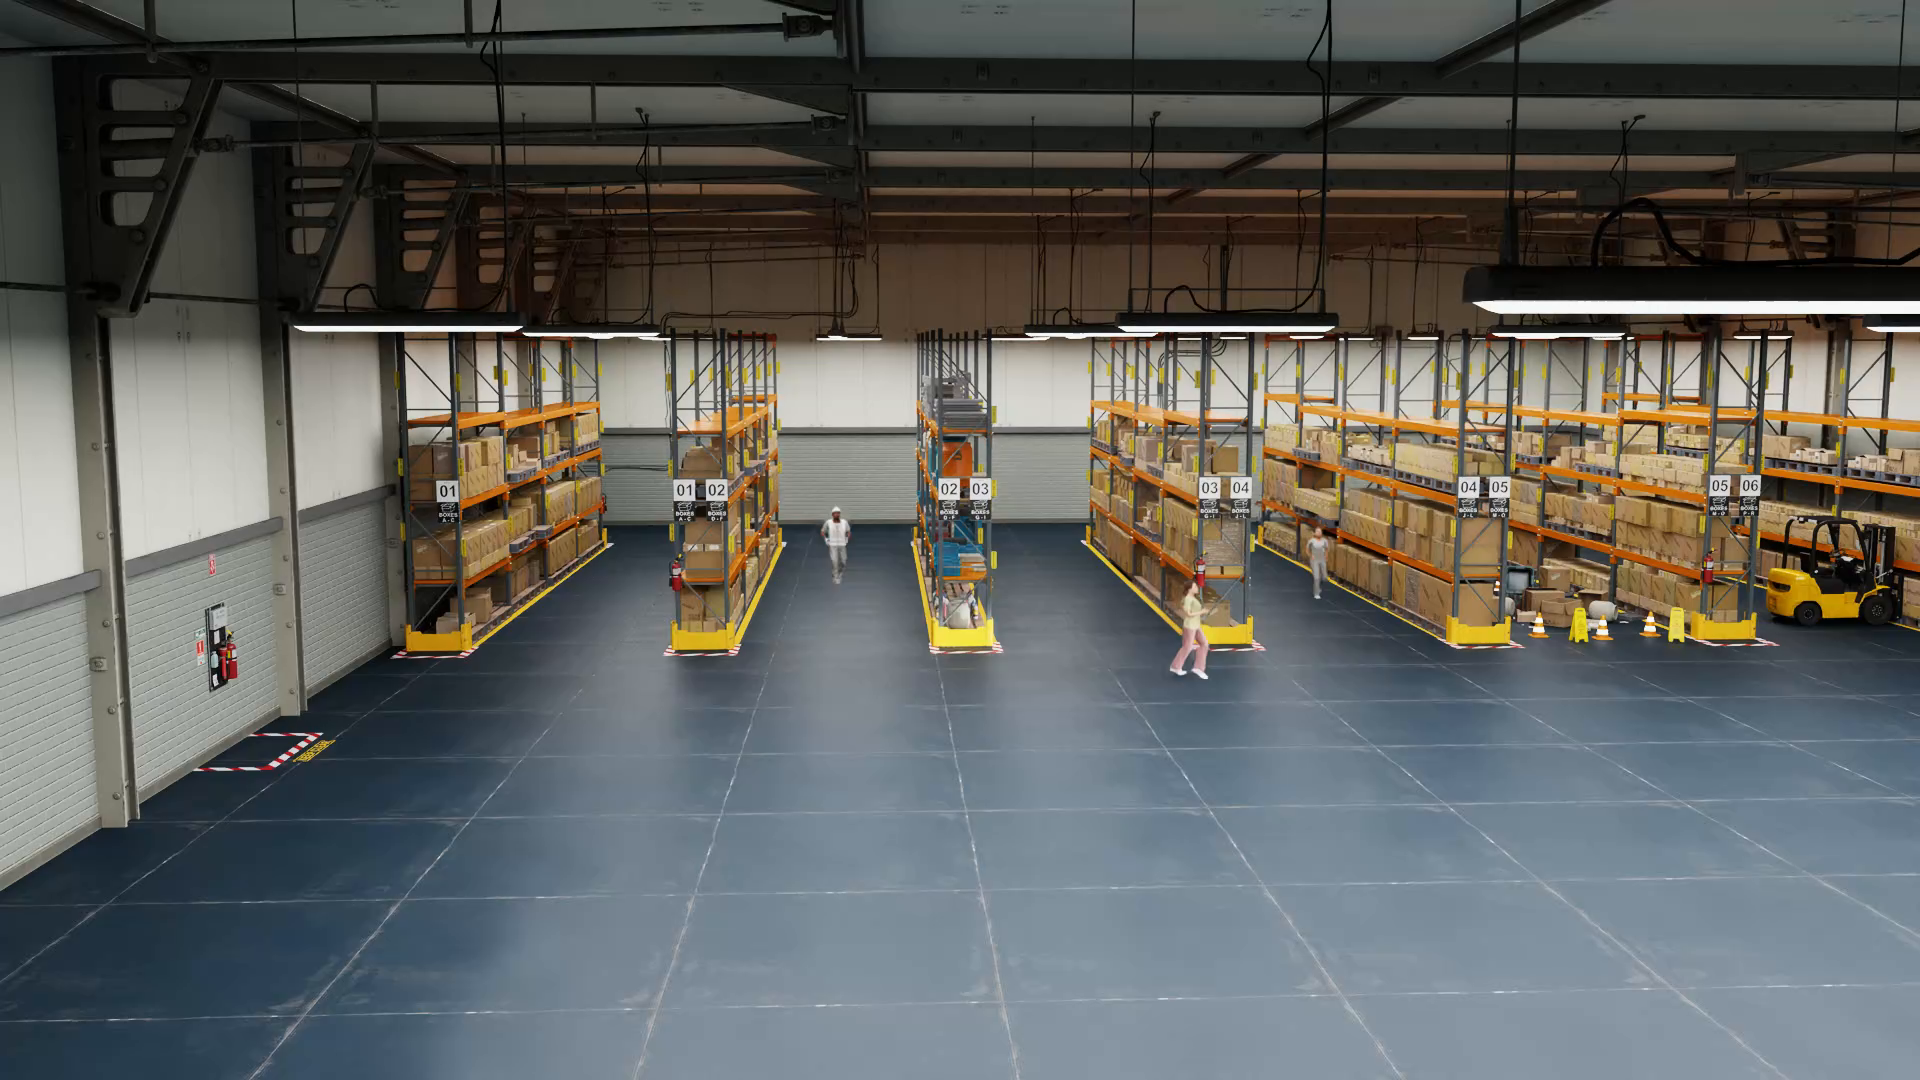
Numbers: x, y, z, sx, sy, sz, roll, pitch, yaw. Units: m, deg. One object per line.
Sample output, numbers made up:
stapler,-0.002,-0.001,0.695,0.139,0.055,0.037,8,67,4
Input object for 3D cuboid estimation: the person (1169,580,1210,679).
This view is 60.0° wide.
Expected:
person,3.943,1.540,28.490,0.698,1.717,0.559,3,7,22

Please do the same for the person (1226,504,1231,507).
person,7.447,-0.566,47.005,0.558,1.543,0.528,1,7,12

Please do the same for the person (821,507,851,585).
person,-2.795,0.135,37.628,0.685,1.748,0.605,-2,7,-14

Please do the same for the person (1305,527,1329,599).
person,8.053,0.509,37.423,0.561,1.620,0.534,0,7,-3

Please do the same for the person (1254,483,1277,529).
person,9.000,-0.898,48.847,0.693,1.705,0.697,0,7,-4
